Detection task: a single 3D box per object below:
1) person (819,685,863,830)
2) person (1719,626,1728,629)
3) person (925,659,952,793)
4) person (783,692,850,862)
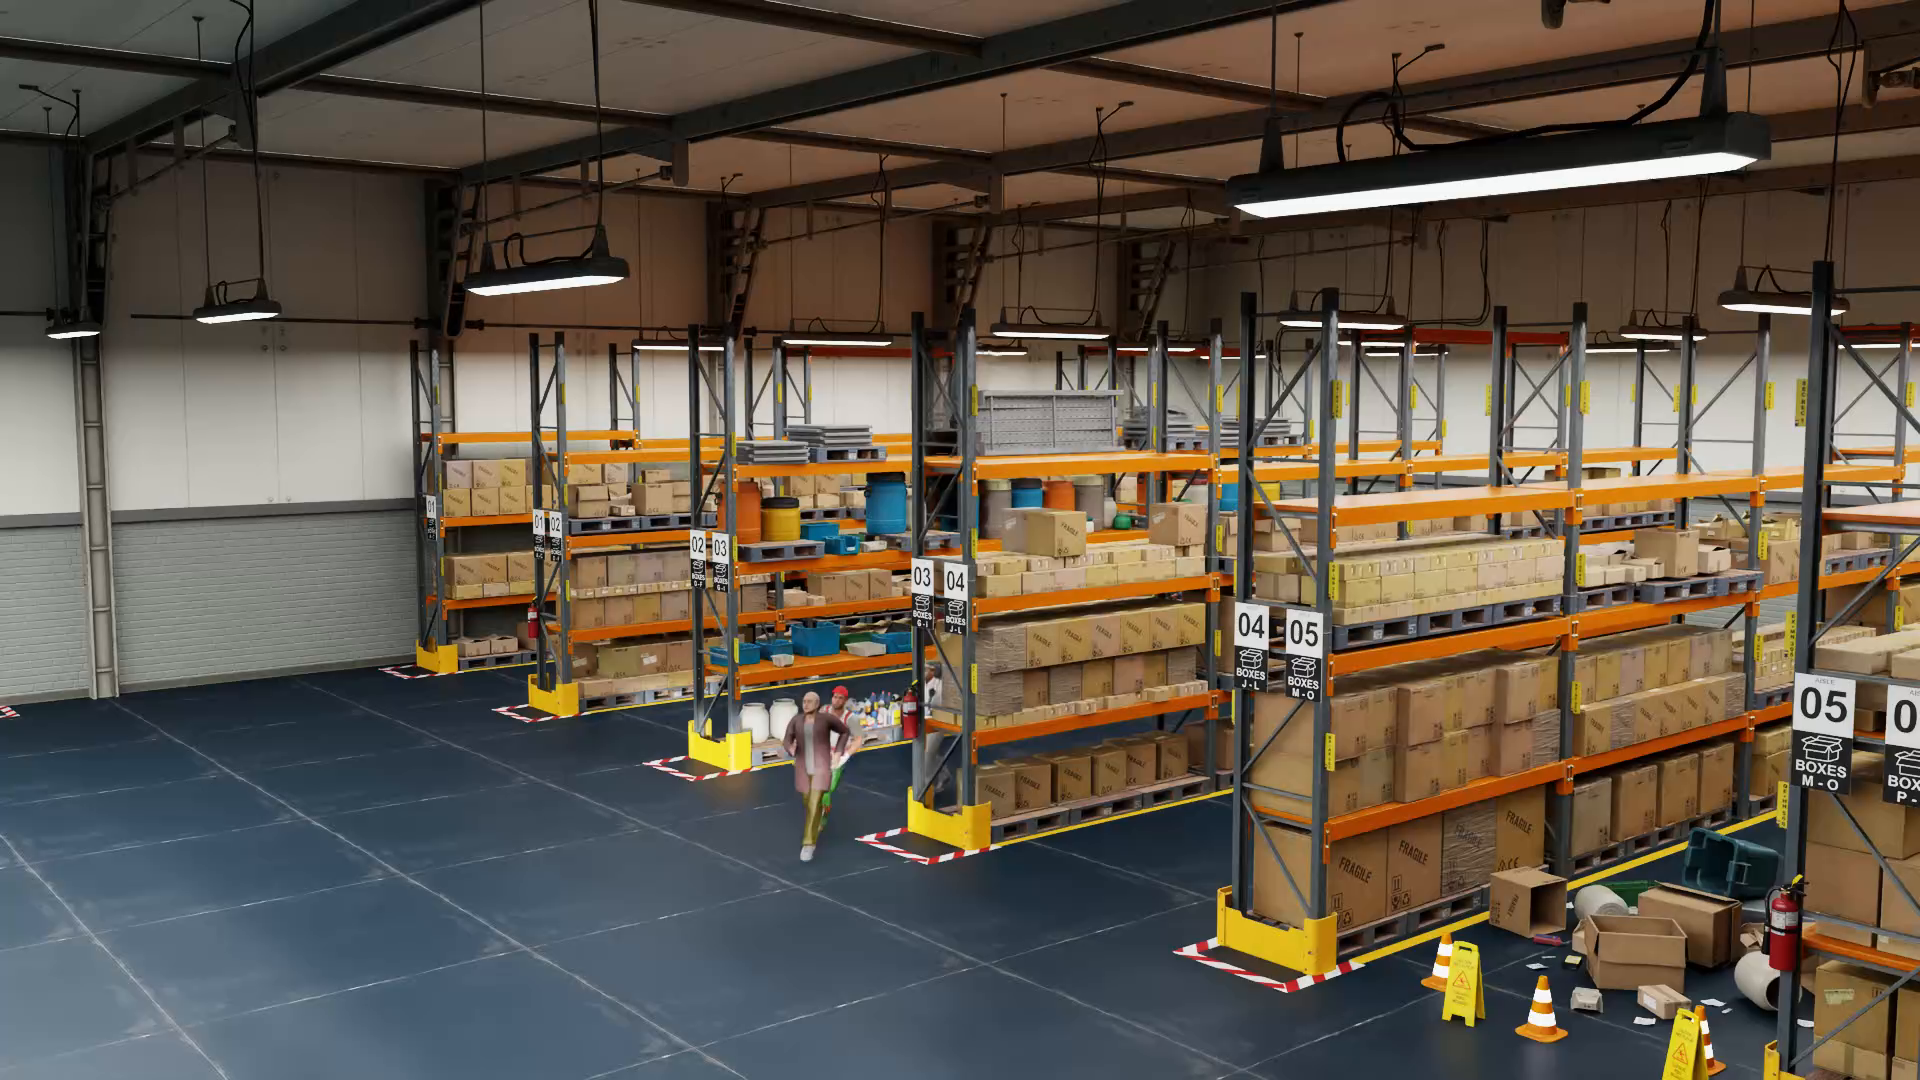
[{"bbox_3d":[-1.487,2.536,19.214,0.715,1.710,0.537,2,6,17],"label":"person"},{"bbox_3d":[10.758,2.107,23.530,1.025,1.787,0.710,-5,7,-41],"label":"person"},{"bbox_3d":[-0.353,2.363,20.739,0.834,1.829,0.679,-5,7,-43],"label":"person"},{"bbox_3d":[-1.611,2.566,18.528,0.718,1.795,1.055,2,6,17],"label":"person"}]
